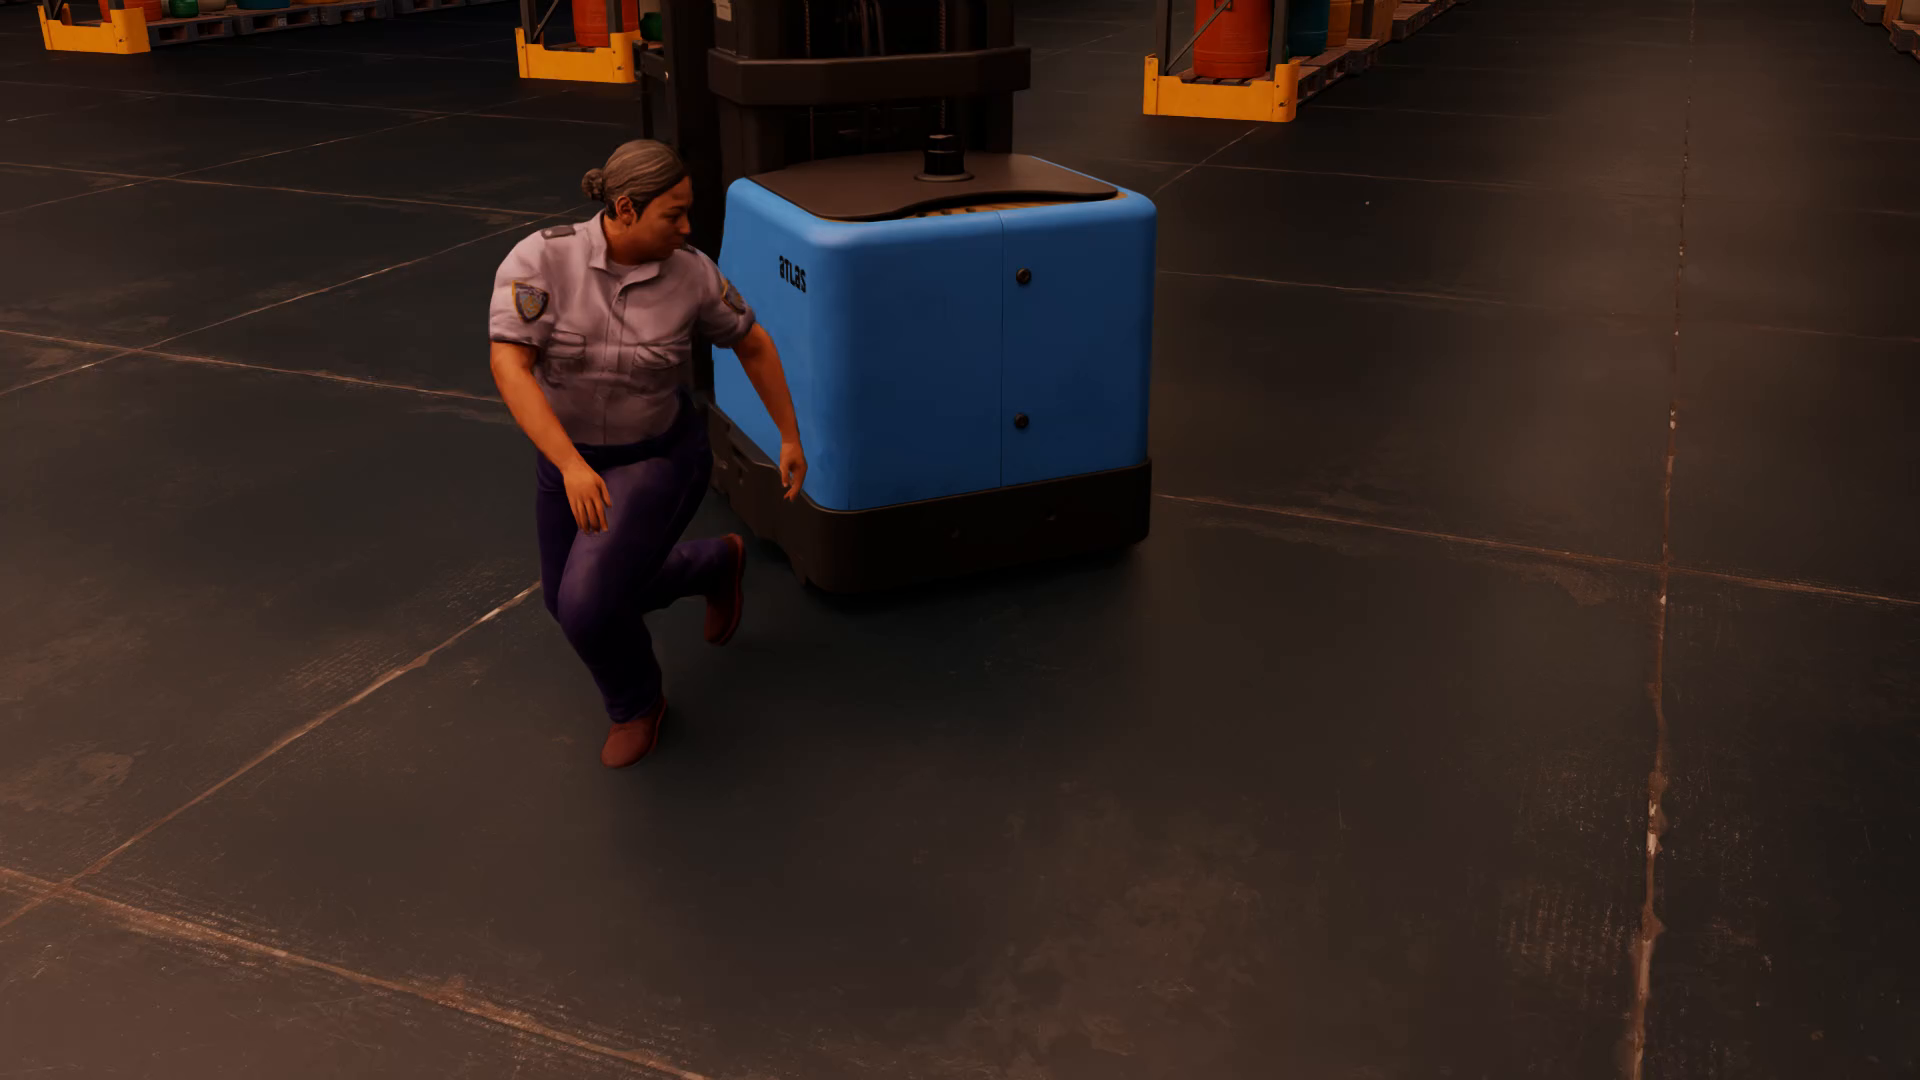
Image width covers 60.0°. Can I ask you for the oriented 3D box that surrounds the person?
[{"bbox_3d":[-0.700,-0.216,3.834,0.589,1.432,0.846,6,23,14],"label":"person"}]

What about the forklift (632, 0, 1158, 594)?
[{"bbox_3d":[-0.504,-1.739,5.453,1.130,2.935,3.031,-10,25,-22],"label":"forklift"}]
